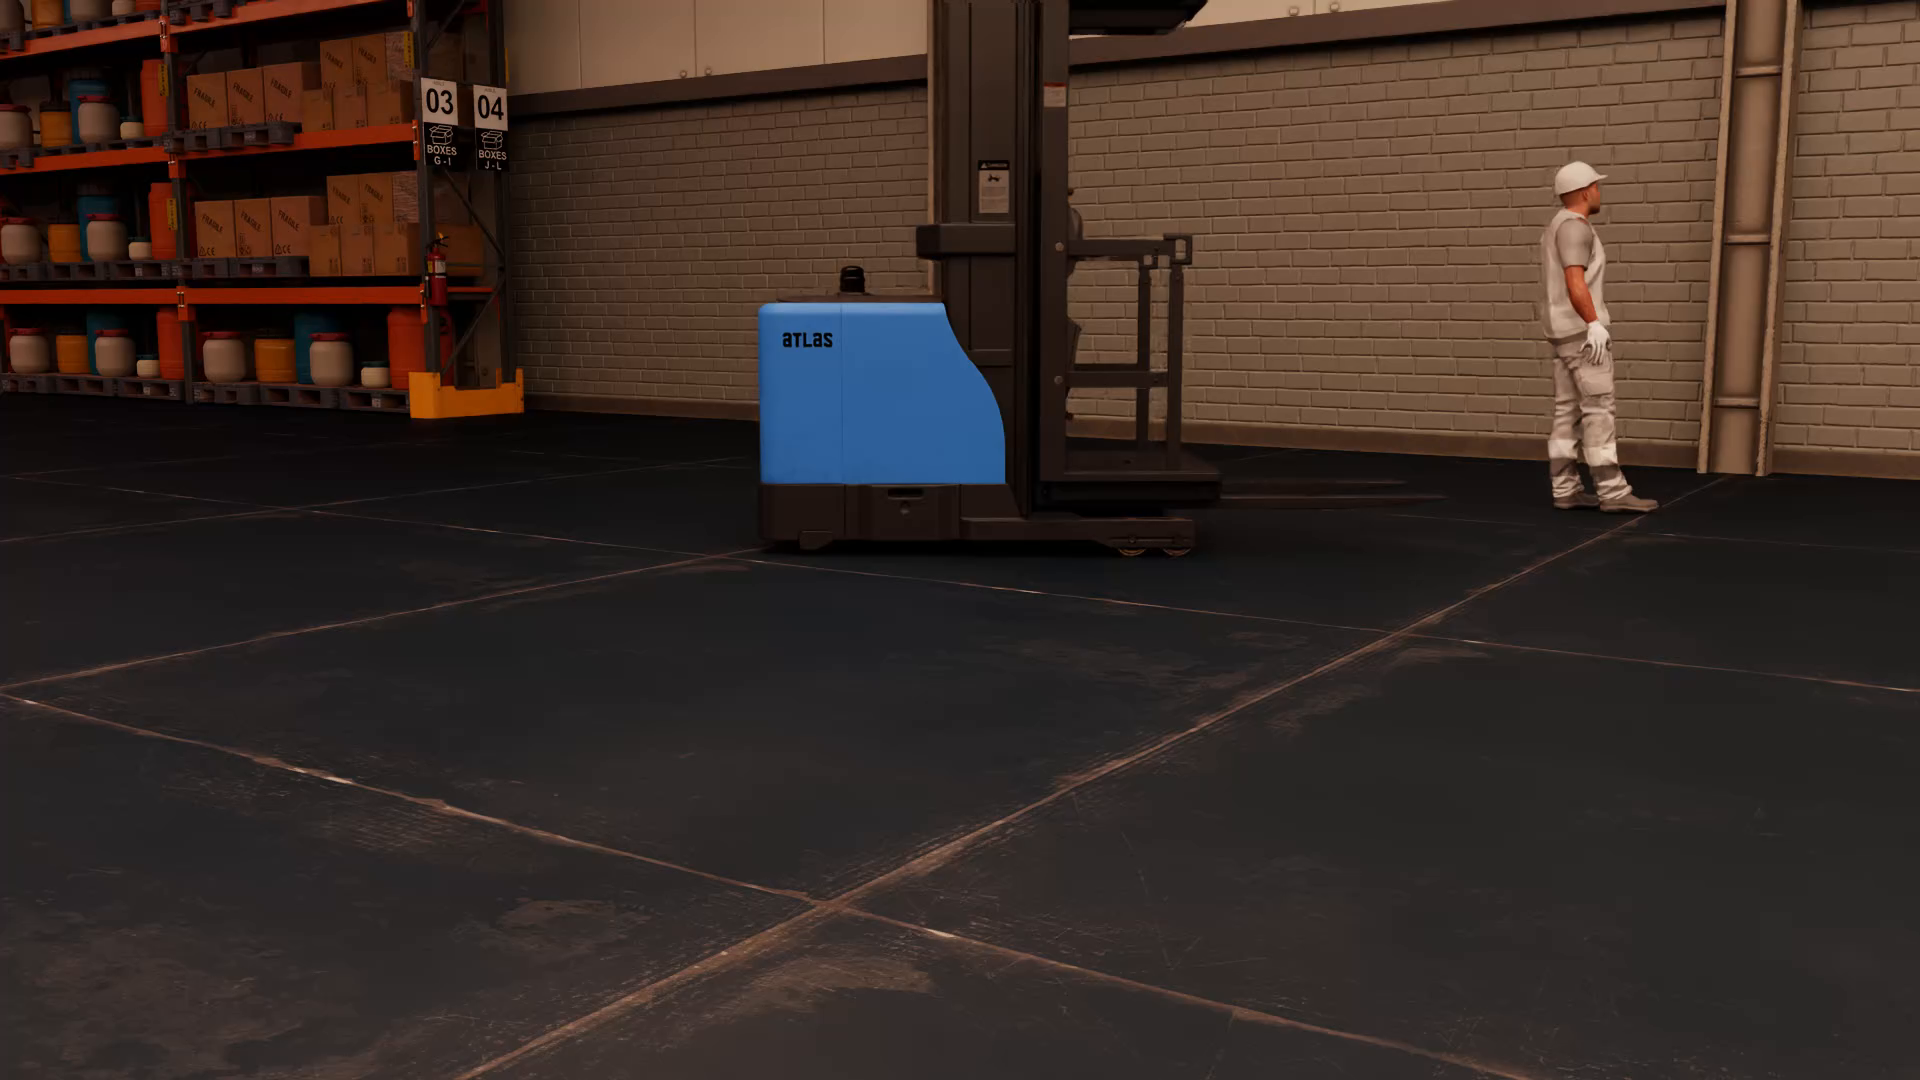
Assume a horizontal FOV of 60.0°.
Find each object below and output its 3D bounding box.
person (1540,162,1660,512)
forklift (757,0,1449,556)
[{"bbox_3d":[3.313,-1.049,8.609,0.613,1.790,0.656,1,8,7],"label":"person"},{"bbox_3d":[0.632,-1.456,7.433,3.031,2.935,1.130,0,8,-1],"label":"forklift"}]
